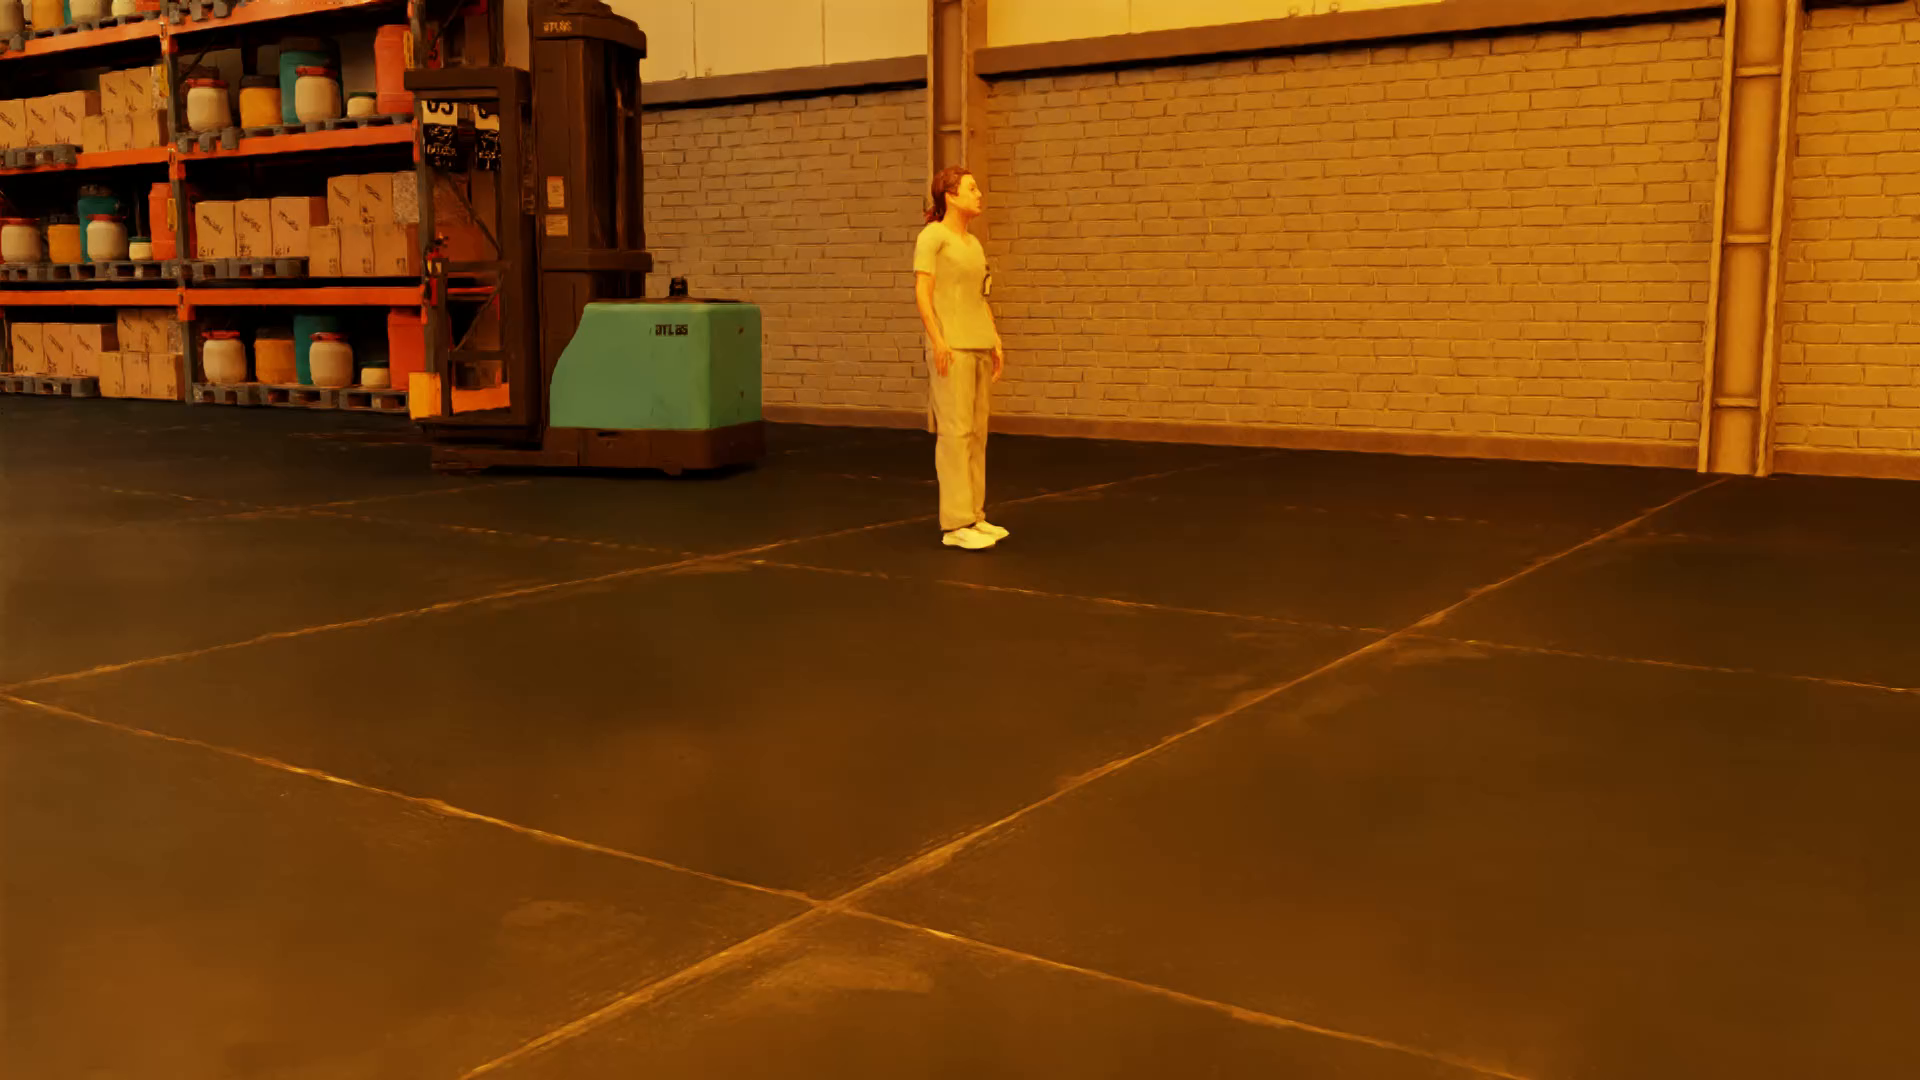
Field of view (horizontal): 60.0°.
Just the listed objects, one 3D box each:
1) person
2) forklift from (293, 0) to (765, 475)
[{"bbox_3d":[0.054,-0.829,7.433,0.548,1.674,0.550,5,10,34],"label":"person"},{"bbox_3d":[-2.867,-1.932,10.779,3.031,2.935,1.130,2,8,14],"label":"forklift"}]
